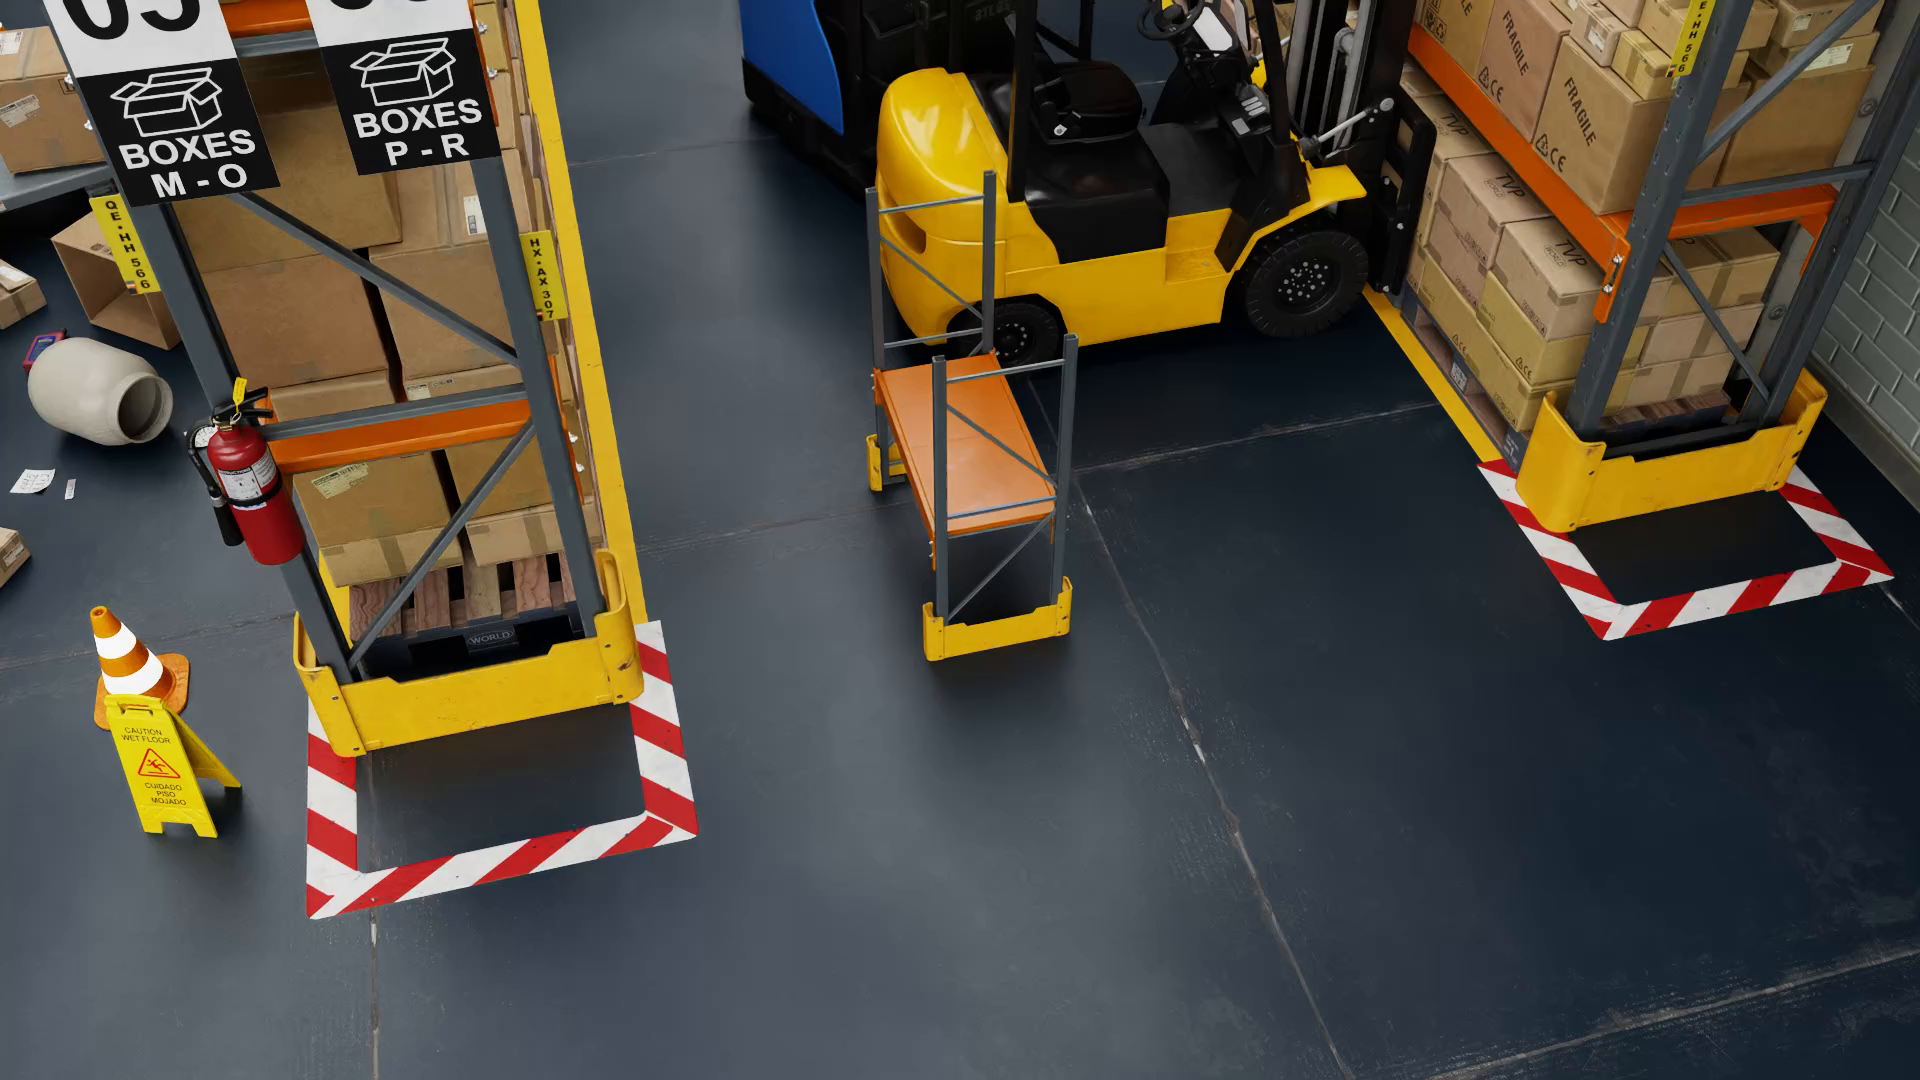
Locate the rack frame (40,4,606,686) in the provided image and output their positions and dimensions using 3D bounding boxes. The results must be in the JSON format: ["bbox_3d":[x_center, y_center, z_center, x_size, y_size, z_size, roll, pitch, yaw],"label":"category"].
[{"bbox_3d":[-1.798,-0.401,5.294,1.000,3.000,0.127,-11,47,-10],"label":"rack frame"}]

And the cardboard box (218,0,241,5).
[{"bbox_3d":[-2.160,-1.558,4.503,0.380,0.149,0.250,-11,47,-10],"label":"cardboard box"}]

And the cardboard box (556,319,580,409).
[{"bbox_3d":[-1.882,-0.832,6.822,0.500,0.500,0.500,-12,47,-12],"label":"cardboard box"}]

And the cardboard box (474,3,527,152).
[{"bbox_3d":[-1.919,-1.626,6.216,0.500,0.500,0.500,-12,47,-11],"label":"cardboard box"}]

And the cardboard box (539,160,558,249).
[{"bbox_3d":[-2.265,-1.622,8.122,0.500,0.250,0.500,-12,47,-11],"label":"cardboard box"}]

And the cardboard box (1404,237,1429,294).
[{"bbox_3d":[2.336,-1.455,7.957,0.500,0.250,0.500,-10,46,-10],"label":"cardboard box"}]

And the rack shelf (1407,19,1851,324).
[{"bbox_3d":[2.487,-2.440,7.796,1.077,0.370,4.000,-11,47,-10],"label":"rack shelf"}]

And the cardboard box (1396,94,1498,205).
[{"bbox_3d":[2.304,-1.805,7.600,0.500,0.250,0.500,-10,46,-10],"label":"cardboard box"}]

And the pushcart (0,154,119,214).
[{"bbox_3d":[-5.014,-1.793,8.494,1.648,0.377,0.936,-26,51,-24],"label":"pushcart"}]

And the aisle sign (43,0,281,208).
[{"bbox_3d":[-2.063,-1.215,4.271,0.394,0.787,0.004,-11,47,-10],"label":"aisle sign"}]

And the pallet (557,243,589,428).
[{"bbox_3d":[-2.300,-0.886,7.721,1.003,0.211,1.213,-11,47,-10],"label":"pallet"}]

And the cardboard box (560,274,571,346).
[{"bbox_3d":[-2.013,-0.921,7.435,0.500,0.250,0.500,-8,46,-8],"label":"cardboard box"}]

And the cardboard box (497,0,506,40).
[{"bbox_3d":[-2.193,-2.329,6.905,0.500,0.500,0.500,-10,46,-9],"label":"cardboard box"}]

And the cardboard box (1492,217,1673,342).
[{"bbox_3d":[2.580,-1.107,6.916,0.500,0.250,0.500,-9,46,-9],"label":"cardboard box"}]

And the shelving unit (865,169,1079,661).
[{"bbox_3d":[0.020,-0.472,6.414,0.587,1.500,1.083,-11,47,-10],"label":"shelving unit"}]

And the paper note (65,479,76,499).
[{"bbox_3d":[-3.858,-0.221,7.210,0.032,0.001,0.123,-11,47,-10],"label":"paper note"}]

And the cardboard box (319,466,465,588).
[{"bbox_3d":[-2.271,-0.111,6.641,0.500,0.250,0.500,-11,47,-11],"label":"cardboard box"}]

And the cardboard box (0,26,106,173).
[{"bbox_3d":[-4.535,-2.207,8.283,0.500,0.500,0.500,-11,47,-10],"label":"cardboard box"}]

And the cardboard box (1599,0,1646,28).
[{"bbox_3d":[2.610,-2.051,6.178,0.380,0.149,0.250,-11,47,-10],"label":"cardboard box"}]

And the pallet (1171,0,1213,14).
[{"bbox_3d":[1.749,-3.598,10.379,1.003,0.211,1.213,-11,47,-10],"label":"pallet"}]

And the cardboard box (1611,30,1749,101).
[{"bbox_3d":[2.639,-1.761,6.102,0.380,0.149,0.250,-10,46,-10],"label":"cardboard box"}]

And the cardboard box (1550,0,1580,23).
[{"bbox_3d":[2.538,-2.123,6.457,0.380,0.149,0.250,-10,46,-10],"label":"cardboard box"}]

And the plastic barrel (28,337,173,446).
[{"bbox_3d":[-3.791,-0.649,7.340,0.512,0.421,0.421,19,48,17],"label":"plastic barrel"}]

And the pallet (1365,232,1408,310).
[{"bbox_3d":[2.454,-1.696,8.515,1.003,0.211,1.213,-11,47,-10],"label":"pallet"}]

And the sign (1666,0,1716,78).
[{"bbox_3d":[2.471,-1.710,5.600,0.100,0.325,0.005,-11,47,-10],"label":"sign"}]

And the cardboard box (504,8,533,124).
[{"bbox_3d":[-2.411,-2.250,8.212,0.500,0.500,0.500,-11,47,-11],"label":"cardboard box"}]

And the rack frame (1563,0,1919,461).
[{"bbox_3d":[2.999,-1.311,6.186,1.000,3.000,0.127,-11,47,-10],"label":"rack frame"}]

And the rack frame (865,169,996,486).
[{"bbox_3d":[-0.108,-0.817,6.751,0.500,1.500,0.032,-11,47,-10],"label":"rack frame"}]

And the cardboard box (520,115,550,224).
[{"bbox_3d":[-2.148,-1.547,7.523,0.500,0.500,0.500,-8,46,-8],"label":"cardboard box"}]

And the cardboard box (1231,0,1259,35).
[{"bbox_3d":[1.800,-3.042,9.163,0.500,0.250,0.500,-11,47,-11],"label":"cardboard box"}]

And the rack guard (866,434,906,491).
[{"bbox_3d":[-0.108,-0.379,7.197,0.587,0.250,0.087,-11,47,-10],"label":"rack guard"}]

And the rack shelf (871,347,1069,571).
[{"bbox_3d":[0.022,-0.340,6.536,0.538,0.185,1.000,-11,47,-10],"label":"rack shelf"}]

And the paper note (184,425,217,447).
[{"bbox_3d":[-3.384,-0.473,7.443,0.142,0.019,0.148,-26,51,-24],"label":"paper note"}]

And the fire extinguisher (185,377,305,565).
[{"bbox_3d":[-2.214,-0.211,5.161,0.296,0.674,0.183,-11,47,-10],"label":"fire extinguisher"}]

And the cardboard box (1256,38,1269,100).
[{"bbox_3d":[1.924,-2.515,8.997,0.500,0.250,0.500,-12,47,-11],"label":"cardboard box"}]

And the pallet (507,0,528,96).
[{"bbox_3d":[-3.023,-2.724,9.522,1.003,0.211,1.213,-11,47,-10],"label":"pallet"}]

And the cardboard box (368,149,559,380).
[{"bbox_3d":[-1.651,-0.918,5.522,0.500,0.500,0.500,-11,47,-11],"label":"cardboard box"}]

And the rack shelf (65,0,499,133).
[{"bbox_3d":[-2.310,-2.580,5.832,1.077,0.370,4.000,-11,47,-10],"label":"rack shelf"}]

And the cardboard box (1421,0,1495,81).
[{"bbox_3d":[2.364,-2.352,7.135,0.500,0.500,0.500,-12,47,-11],"label":"cardboard box"}]

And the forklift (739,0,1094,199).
[{"bbox_3d":[0.065,-2.863,7.755,1.130,2.935,3.031,-28,52,-24],"label":"forklift"}]

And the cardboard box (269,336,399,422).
[{"bbox_3d":[-2.101,-0.532,5.598,0.380,0.149,0.250,-9,46,-9],"label":"cardboard box"}]

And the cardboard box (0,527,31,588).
[{"bbox_3d":[-4.086,0.062,6.836,0.380,0.149,0.250,11,47,11],"label":"cardboard box"}]

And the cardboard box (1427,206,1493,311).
[{"bbox_3d":[2.454,-1.298,7.454,0.500,0.250,0.500,-11,47,-11],"label":"cardboard box"}]

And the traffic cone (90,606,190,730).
[{"bbox_3d":[-3.155,0.426,6.259,0.336,0.463,0.334,-11,47,-10],"label":"traffic cone"}]

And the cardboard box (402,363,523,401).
[{"bbox_3d":[-1.685,-0.586,5.650,0.380,0.149,0.250,-11,47,-10],"label":"cardboard box"}]

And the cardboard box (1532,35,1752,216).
[{"bbox_3d":[2.619,-1.638,6.436,0.500,0.500,0.500,-12,47,-11],"label":"cardboard box"}]

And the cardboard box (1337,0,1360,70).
[{"bbox_3d":[2.055,-2.520,8.301,0.500,0.250,0.500,-9,46,-9],"label":"cardboard box"}]

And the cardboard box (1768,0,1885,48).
[{"bbox_3d":[3.120,-1.948,6.077,0.380,0.149,0.250,-12,47,-11],"label":"cardboard box"}]

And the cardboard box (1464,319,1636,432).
[{"bbox_3d":[2.573,-0.762,7.279,0.500,0.250,0.500,-10,46,-10],"label":"cardboard box"}]

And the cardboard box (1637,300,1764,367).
[{"bbox_3d":[3.079,-1.033,7.194,0.500,0.250,0.500,-10,46,-10],"label":"cardboard box"}]

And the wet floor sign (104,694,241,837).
[{"bbox_3d":[-2.784,0.750,5.814,0.267,0.644,0.232,4,46,4],"label":"wet floor sign"}]

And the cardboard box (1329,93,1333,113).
[{"bbox_3d":[2.049,-2.345,8.480,0.500,0.250,0.500,-11,47,-11],"label":"cardboard box"}]

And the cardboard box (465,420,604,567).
[{"bbox_3d":[-1.737,-0.193,6.721,0.500,0.250,0.500,-11,47,-11],"label":"cardboard box"}]

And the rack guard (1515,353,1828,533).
[{"bbox_3d":[3.005,-0.420,7.062,1.175,0.500,0.348,-11,47,-10],"label":"rack guard"}]
